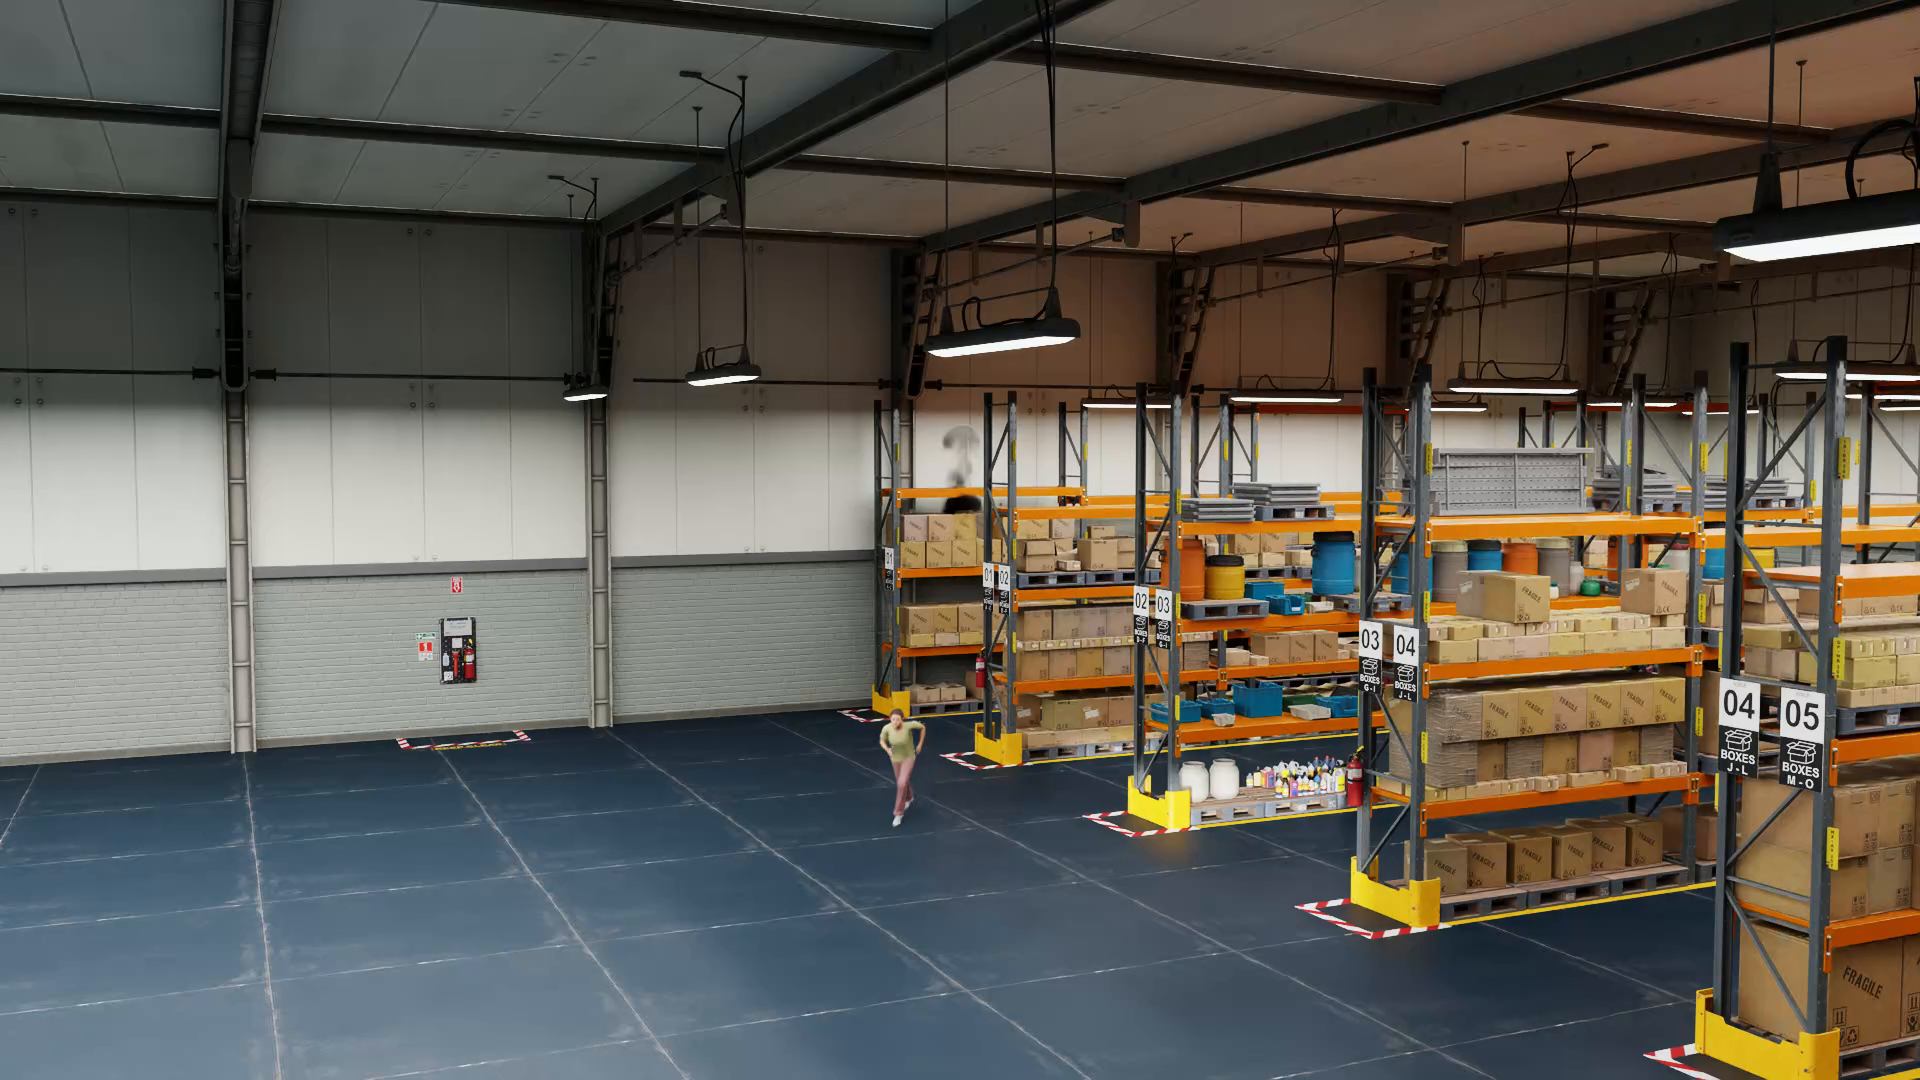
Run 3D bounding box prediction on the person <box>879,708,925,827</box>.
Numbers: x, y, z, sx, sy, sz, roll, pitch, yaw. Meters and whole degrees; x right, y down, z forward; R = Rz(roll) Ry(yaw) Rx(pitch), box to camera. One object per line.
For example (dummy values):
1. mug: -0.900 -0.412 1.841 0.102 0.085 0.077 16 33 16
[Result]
1. person: -0.768 3.065 22.846 0.619 1.626 0.960 1 3 10
